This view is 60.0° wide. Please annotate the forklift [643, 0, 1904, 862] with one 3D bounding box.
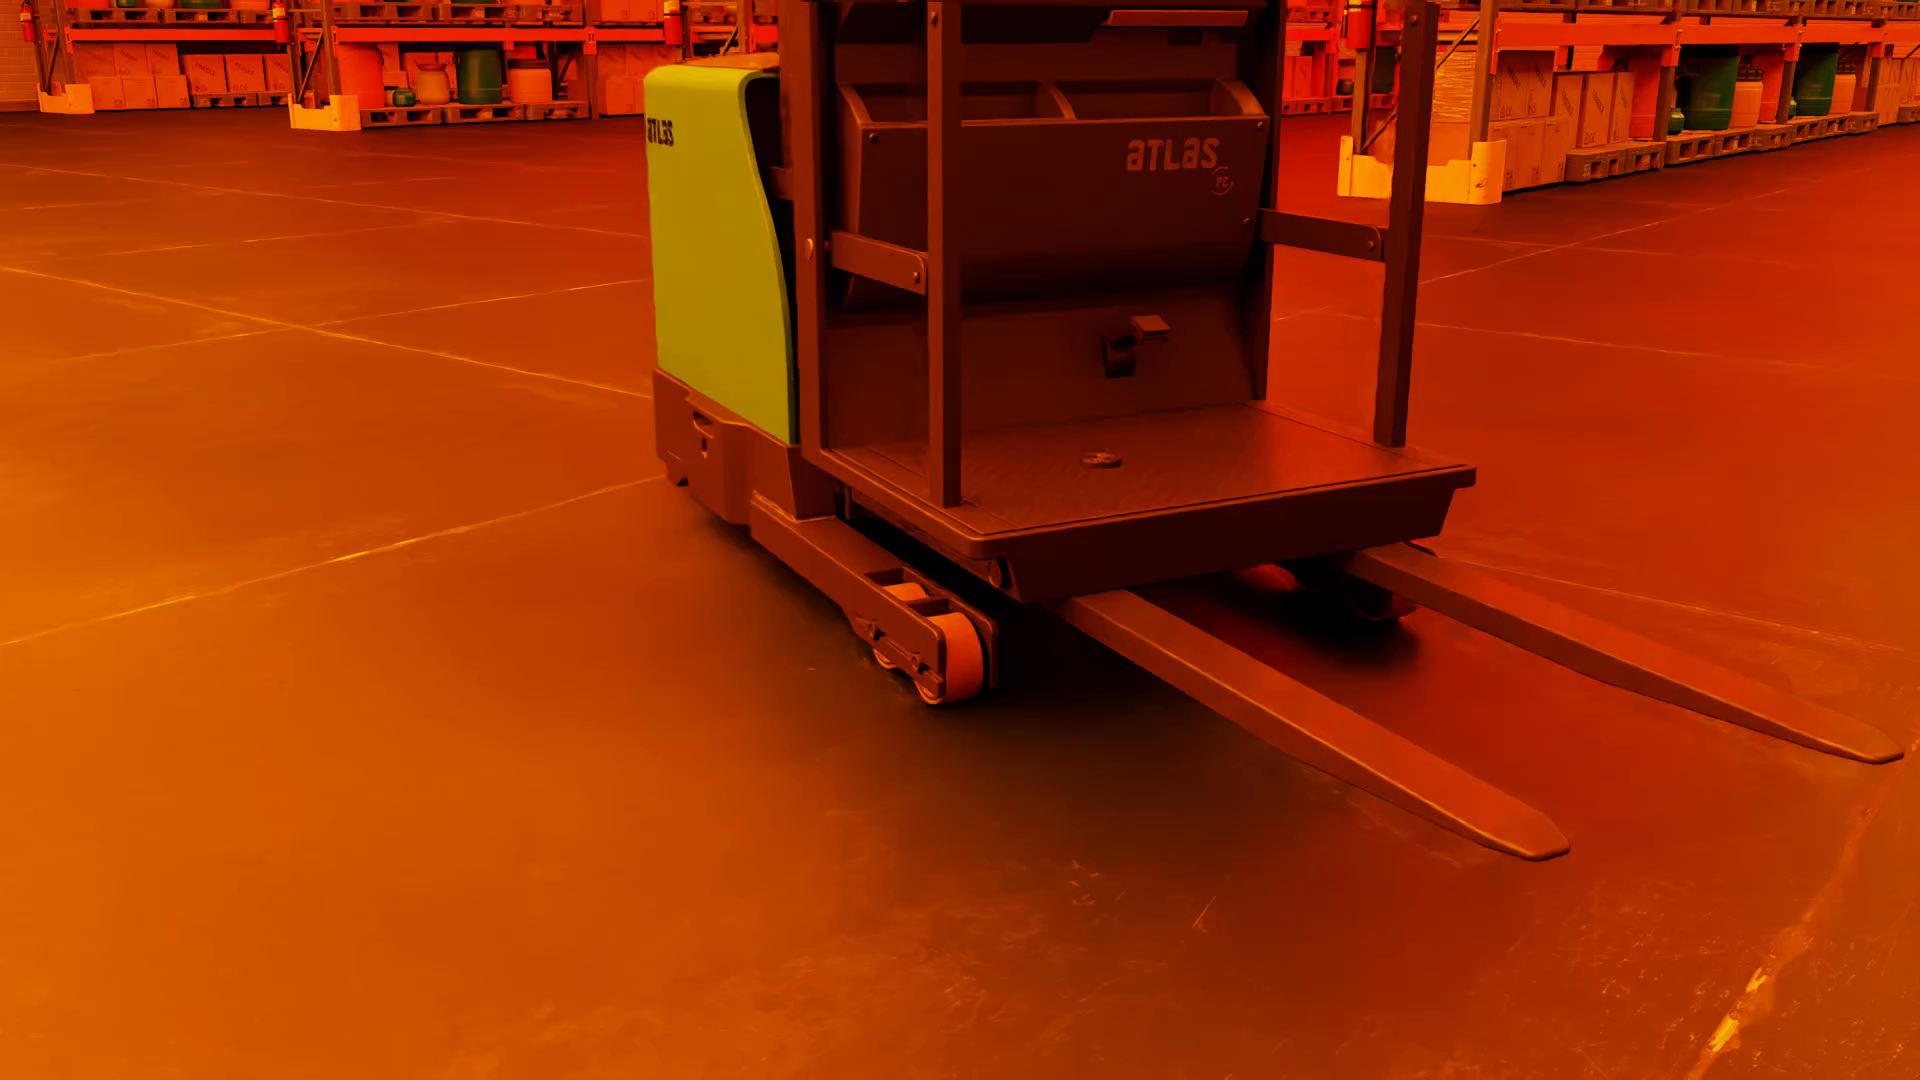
[{"bbox_3d":[0.297,-1.253,3.025,1.130,2.935,3.031,-8,19,-25],"label":"forklift"}]
